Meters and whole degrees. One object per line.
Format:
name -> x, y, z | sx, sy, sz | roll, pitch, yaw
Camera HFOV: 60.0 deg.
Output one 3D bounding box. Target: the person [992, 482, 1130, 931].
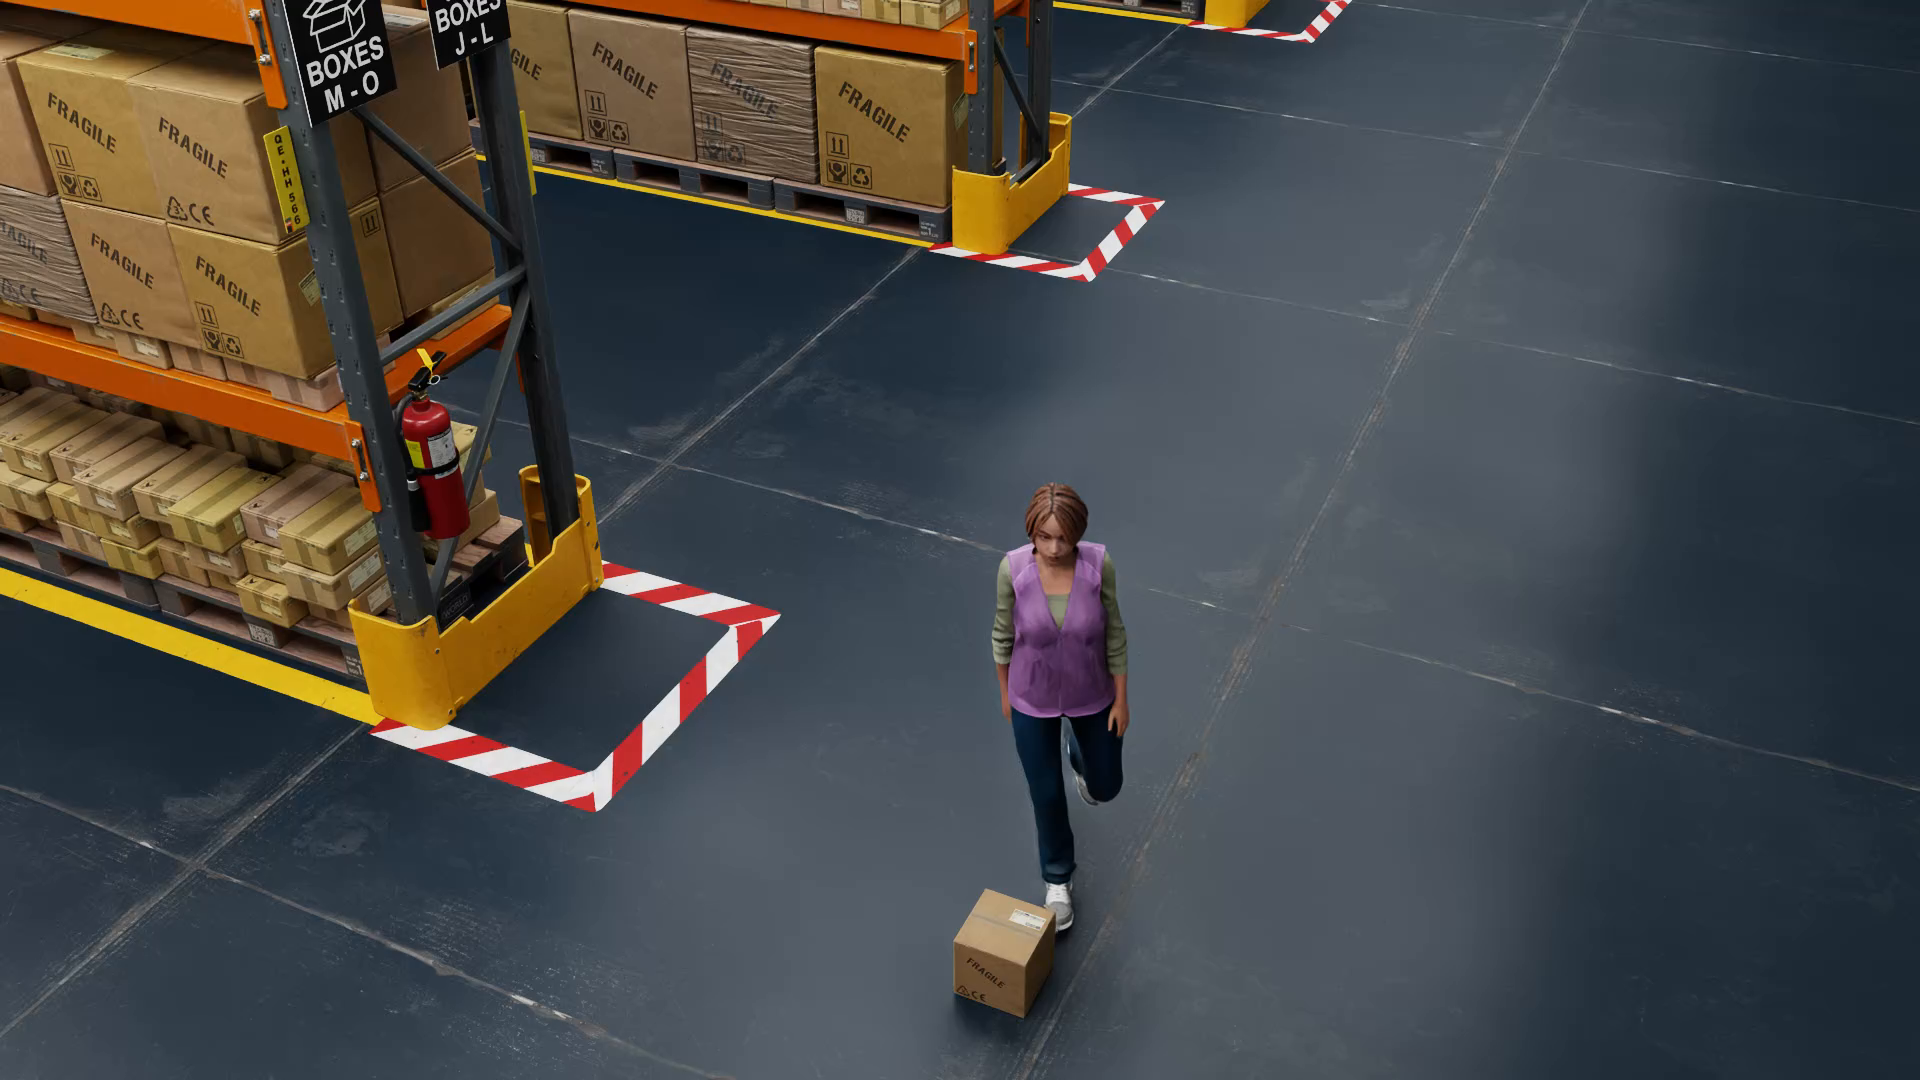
person -> 0.324, 0.490, 5.422 | 0.447, 1.592, 0.654 | -1, 34, -1
